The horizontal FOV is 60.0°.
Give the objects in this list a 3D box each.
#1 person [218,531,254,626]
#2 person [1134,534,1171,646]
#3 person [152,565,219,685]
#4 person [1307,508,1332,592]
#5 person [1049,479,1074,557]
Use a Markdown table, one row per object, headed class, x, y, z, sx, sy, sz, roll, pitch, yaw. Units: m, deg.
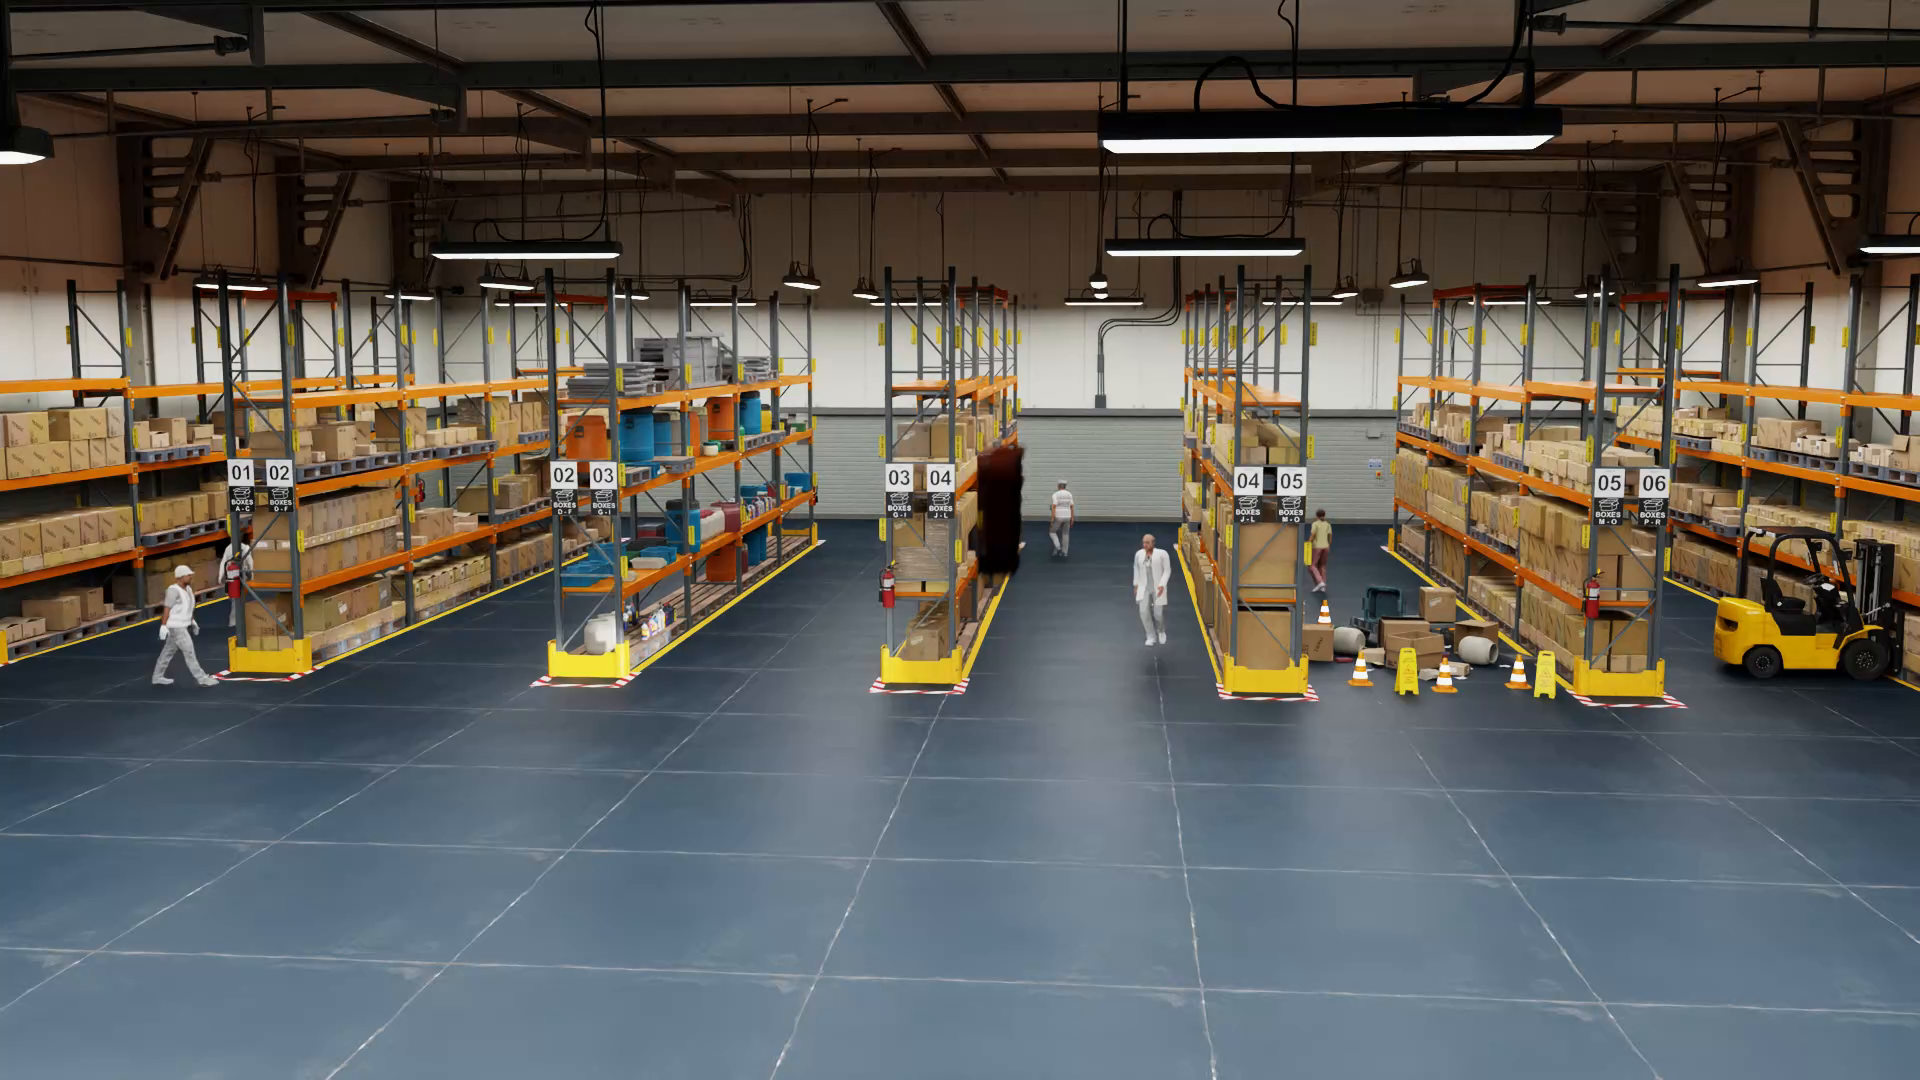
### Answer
| class | x | y | z | sx | sy | sz | roll | pitch | yaw |
| --- | --- | --- | --- | --- | --- | --- | --- | --- | --- |
| person | -12.719 | 0.650 | 29.292 | 0.569 | 1.682 | 0.738 | 0 | 7 | -1 |
| person | 2.973 | 0.775 | 25.794 | 0.620 | 1.761 | 0.800 | 2 | 7 | 19 |
| person | -11.158 | 1.219 | 23.907 | 0.983 | 1.717 | 0.603 | -1 | 7 | -7 |
| person | 7.146 | 0.208 | 32.854 | 0.518 | 1.646 | 0.578 | -2 | 7 | -19 |
| person | 2.340 | -0.501 | 38.107 | 0.578 | 1.766 | 0.459 | -3 | 7 | -22 |
